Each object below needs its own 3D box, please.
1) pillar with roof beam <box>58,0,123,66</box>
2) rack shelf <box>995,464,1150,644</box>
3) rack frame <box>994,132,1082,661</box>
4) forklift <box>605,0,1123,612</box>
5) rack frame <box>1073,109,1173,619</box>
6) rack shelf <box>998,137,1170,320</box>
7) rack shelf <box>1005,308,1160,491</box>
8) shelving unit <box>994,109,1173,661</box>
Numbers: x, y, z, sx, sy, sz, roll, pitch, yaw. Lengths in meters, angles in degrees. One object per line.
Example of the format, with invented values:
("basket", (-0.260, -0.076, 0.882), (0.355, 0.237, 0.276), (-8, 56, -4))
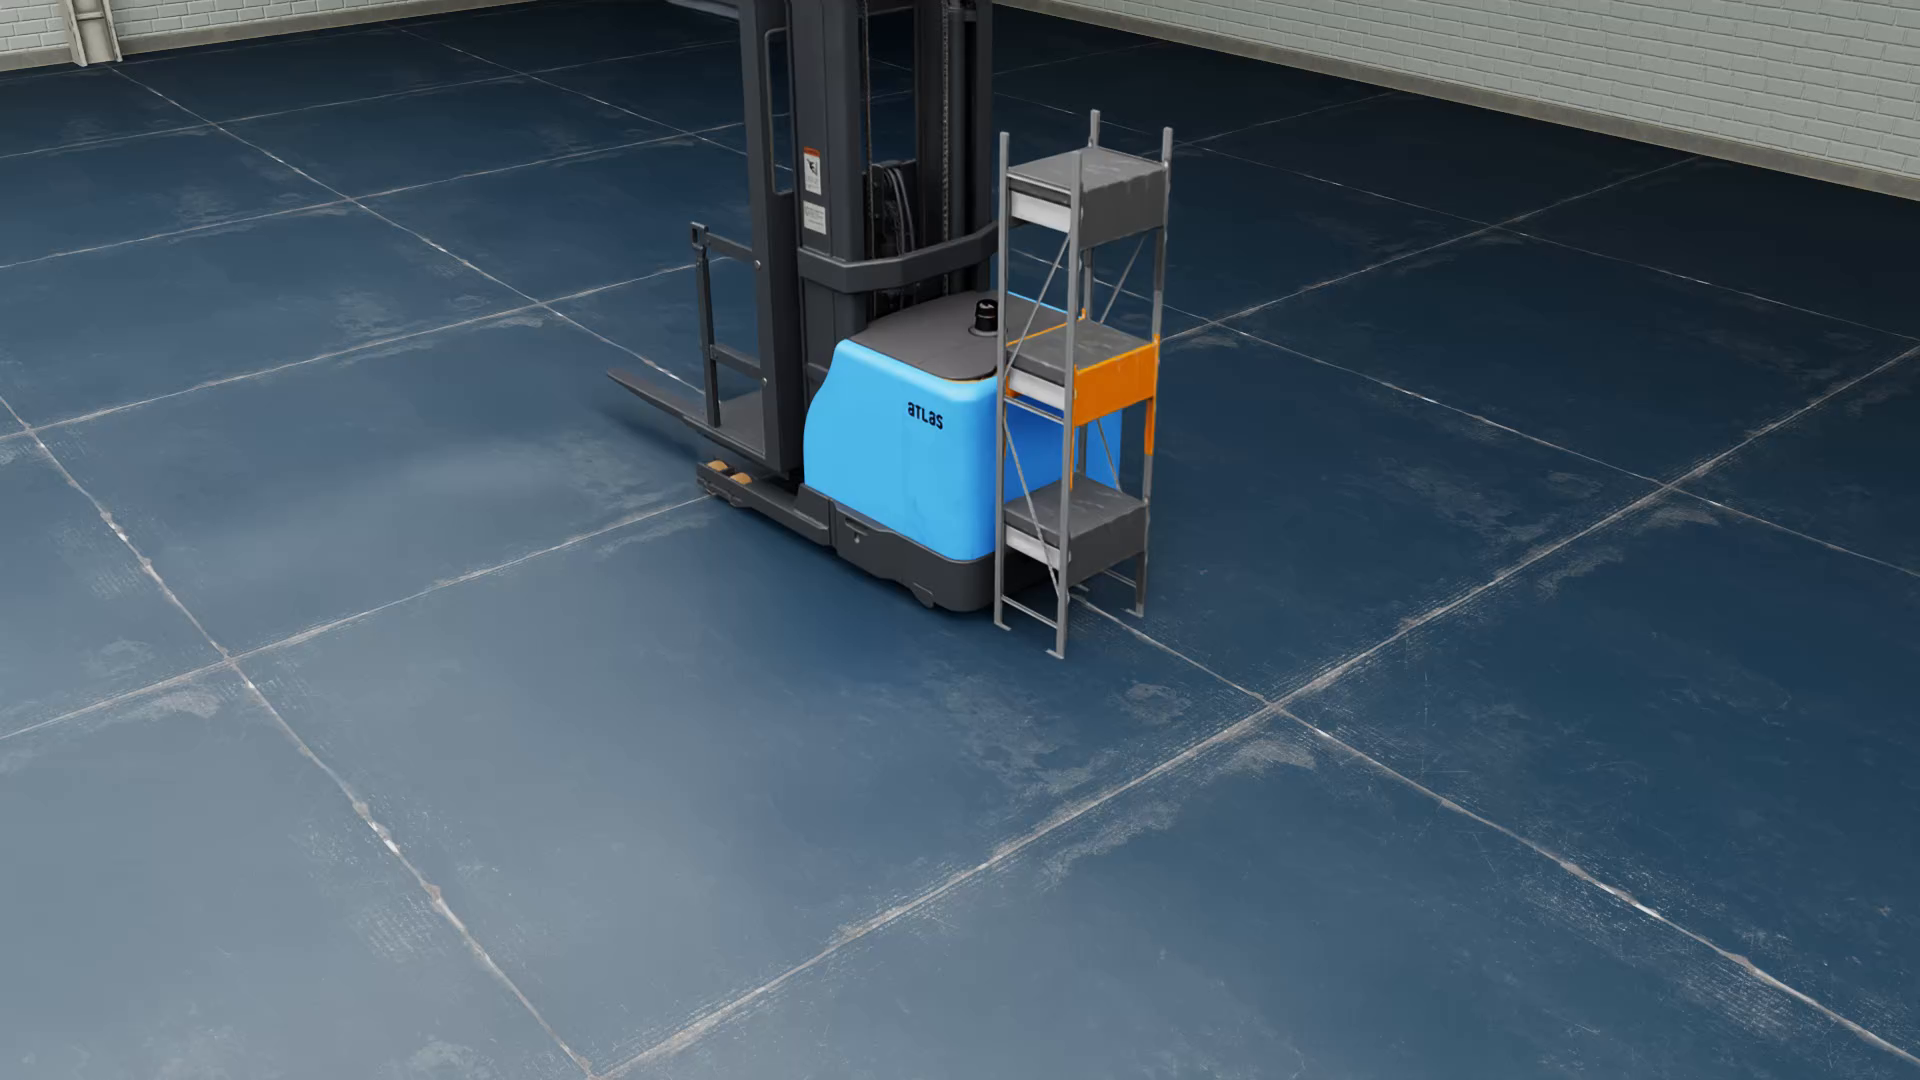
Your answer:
("pillar with roof beam", (-5.920, -7.266, 11.800), (0.400, 9.000, 9.100), (-22, 35, -35))
("rack shelf", (0.466, 0.050, 6.943), (0.480, 0.518, 0.431), (-24, 36, -37))
("rack frame", (0.288, -0.501, 6.460), (0.015, 2.100, 0.400), (-24, 36, -37))
("forklift", (-0.641, -1.594, 7.623), (1.130, 2.935, 3.031), (-24, 36, -37))
("rack frame", (0.645, -0.658, 6.754), (0.015, 2.100, 0.400), (-24, 36, -37))
("rack shelf", (0.466, -1.185, 6.283), (0.480, 0.518, 0.431), (-24, 36, -37))
("rack shelf", (0.466, -0.567, 6.613), (0.480, 0.518, 0.431), (-24, 36, -37))
("shelving unit", (0.466, -0.580, 6.607), (0.503, 2.100, 0.431), (-24, 36, -37))
